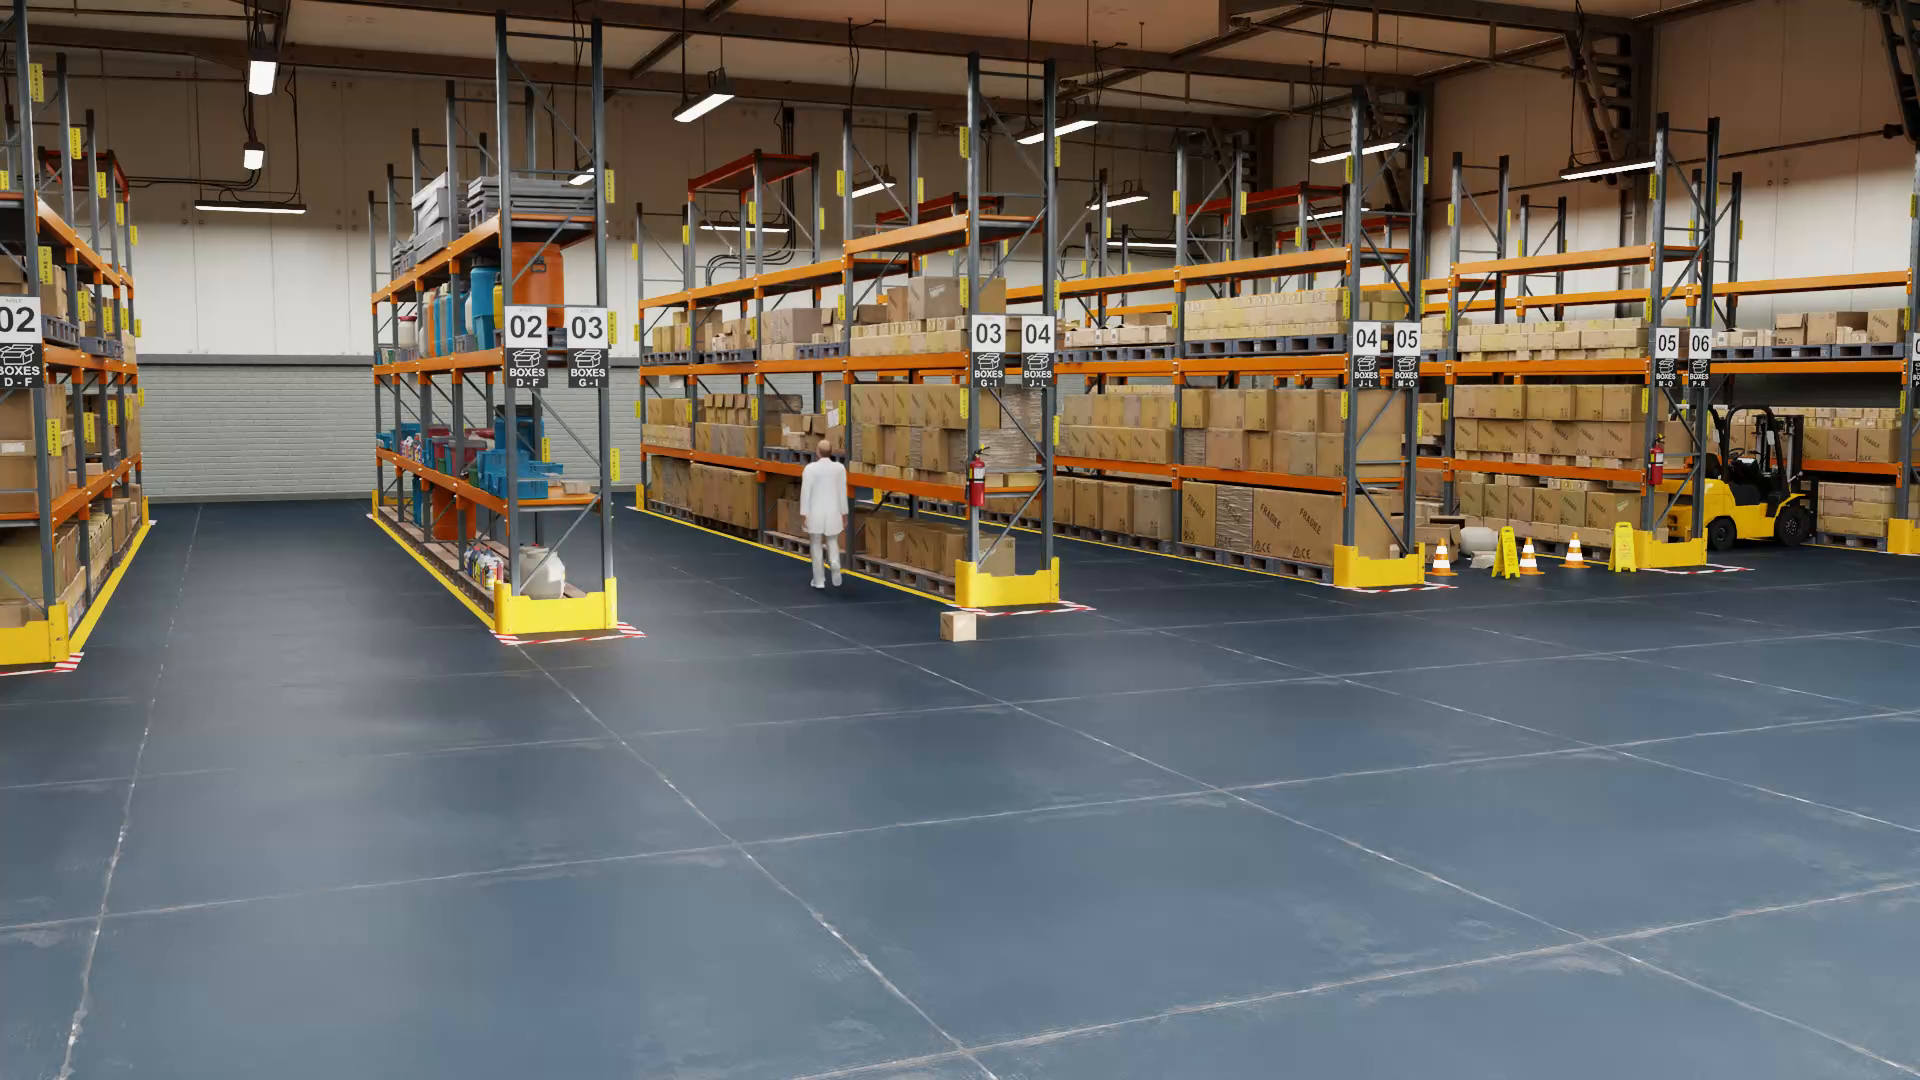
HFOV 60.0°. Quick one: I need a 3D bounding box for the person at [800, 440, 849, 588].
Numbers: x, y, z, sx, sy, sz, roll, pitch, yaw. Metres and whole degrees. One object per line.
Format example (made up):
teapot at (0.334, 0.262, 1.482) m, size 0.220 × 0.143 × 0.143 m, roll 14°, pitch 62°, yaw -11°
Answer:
person at (-1.619, -0.304, 19.813) m, size 0.594 × 1.751 × 0.574 m, roll -2°, pitch 6°, yaw -18°
